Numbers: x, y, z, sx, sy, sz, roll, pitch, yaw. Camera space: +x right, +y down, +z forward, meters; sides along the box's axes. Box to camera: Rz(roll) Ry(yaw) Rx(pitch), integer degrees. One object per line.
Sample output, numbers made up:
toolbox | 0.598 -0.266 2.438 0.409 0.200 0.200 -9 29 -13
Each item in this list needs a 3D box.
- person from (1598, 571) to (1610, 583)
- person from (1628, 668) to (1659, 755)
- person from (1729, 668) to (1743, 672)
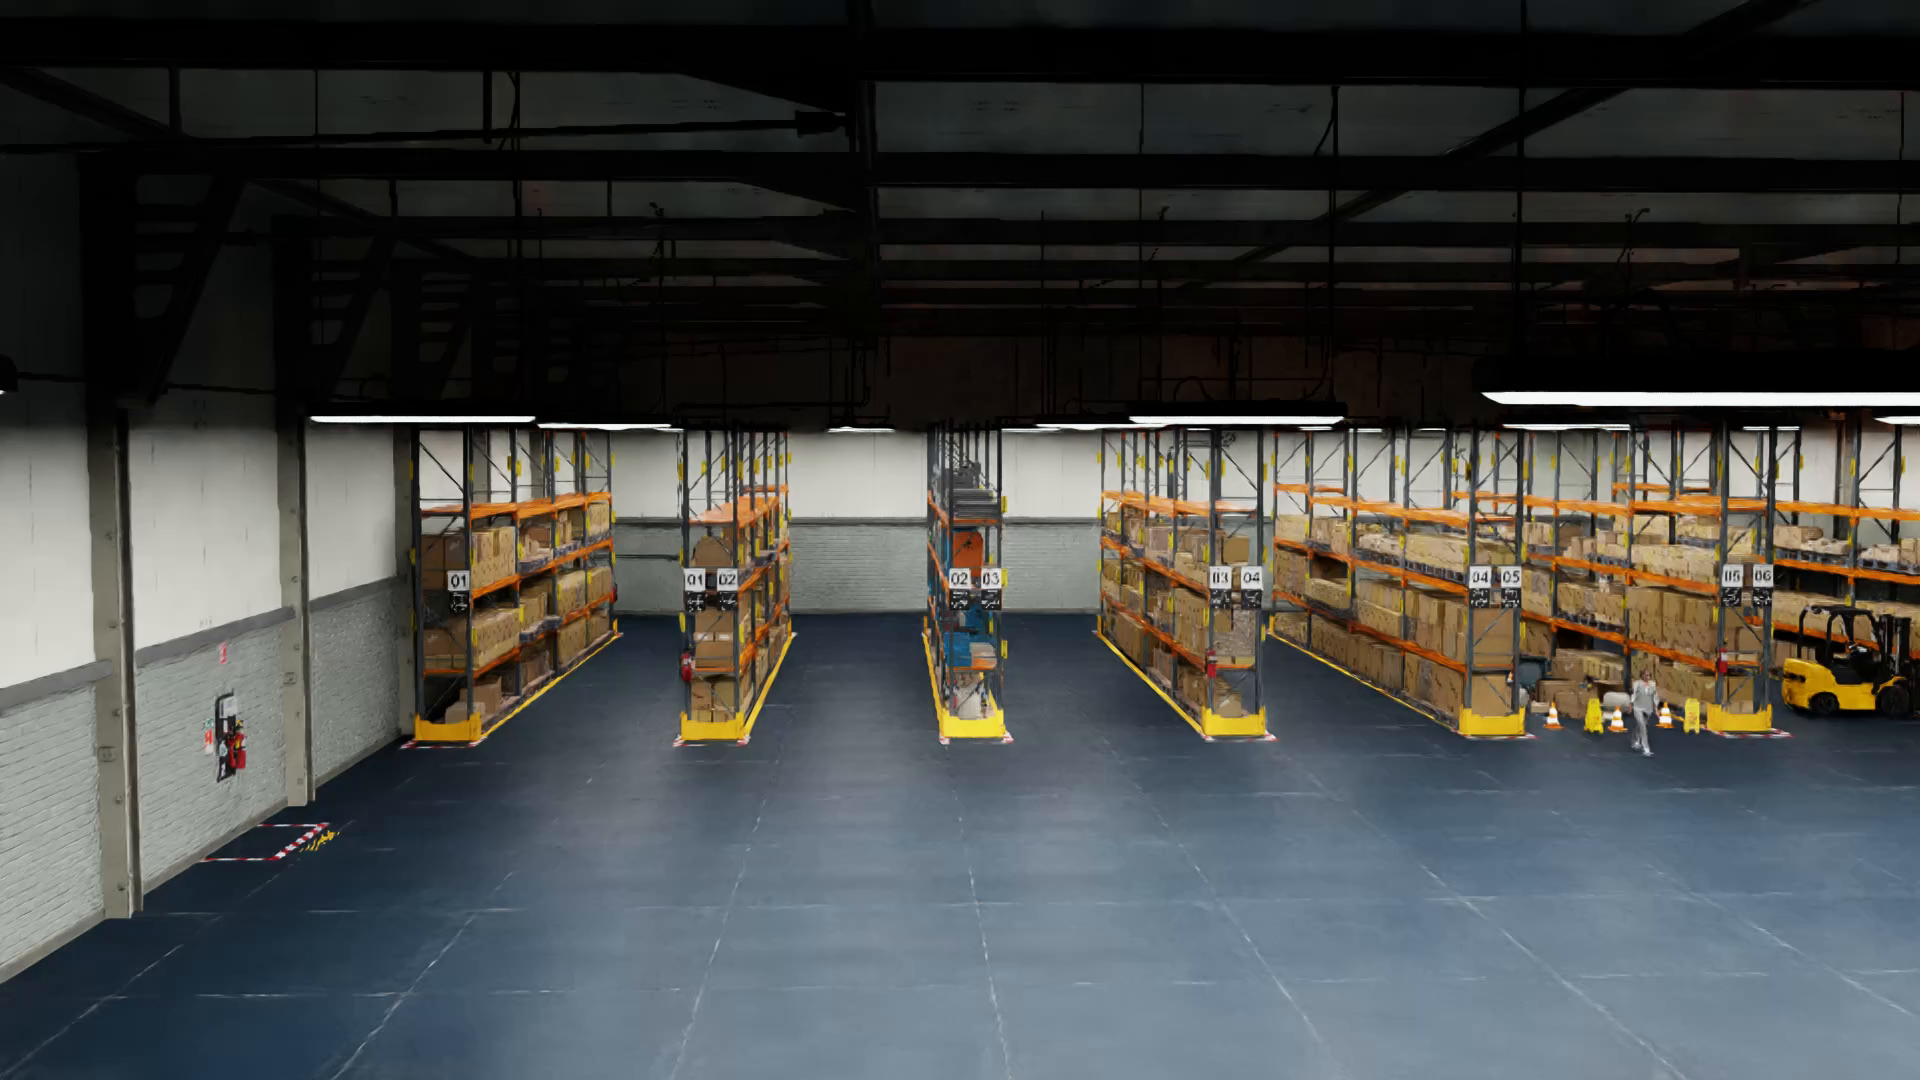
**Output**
person | 19.393 1.656 49.891 0.699 1.770 0.554 -2 4 -30
person | 12.254 3.036 29.769 0.430 1.539 0.949 0 4 -4
person | 16.594 2.626 35.677 0.464 1.616 0.523 2 4 29
